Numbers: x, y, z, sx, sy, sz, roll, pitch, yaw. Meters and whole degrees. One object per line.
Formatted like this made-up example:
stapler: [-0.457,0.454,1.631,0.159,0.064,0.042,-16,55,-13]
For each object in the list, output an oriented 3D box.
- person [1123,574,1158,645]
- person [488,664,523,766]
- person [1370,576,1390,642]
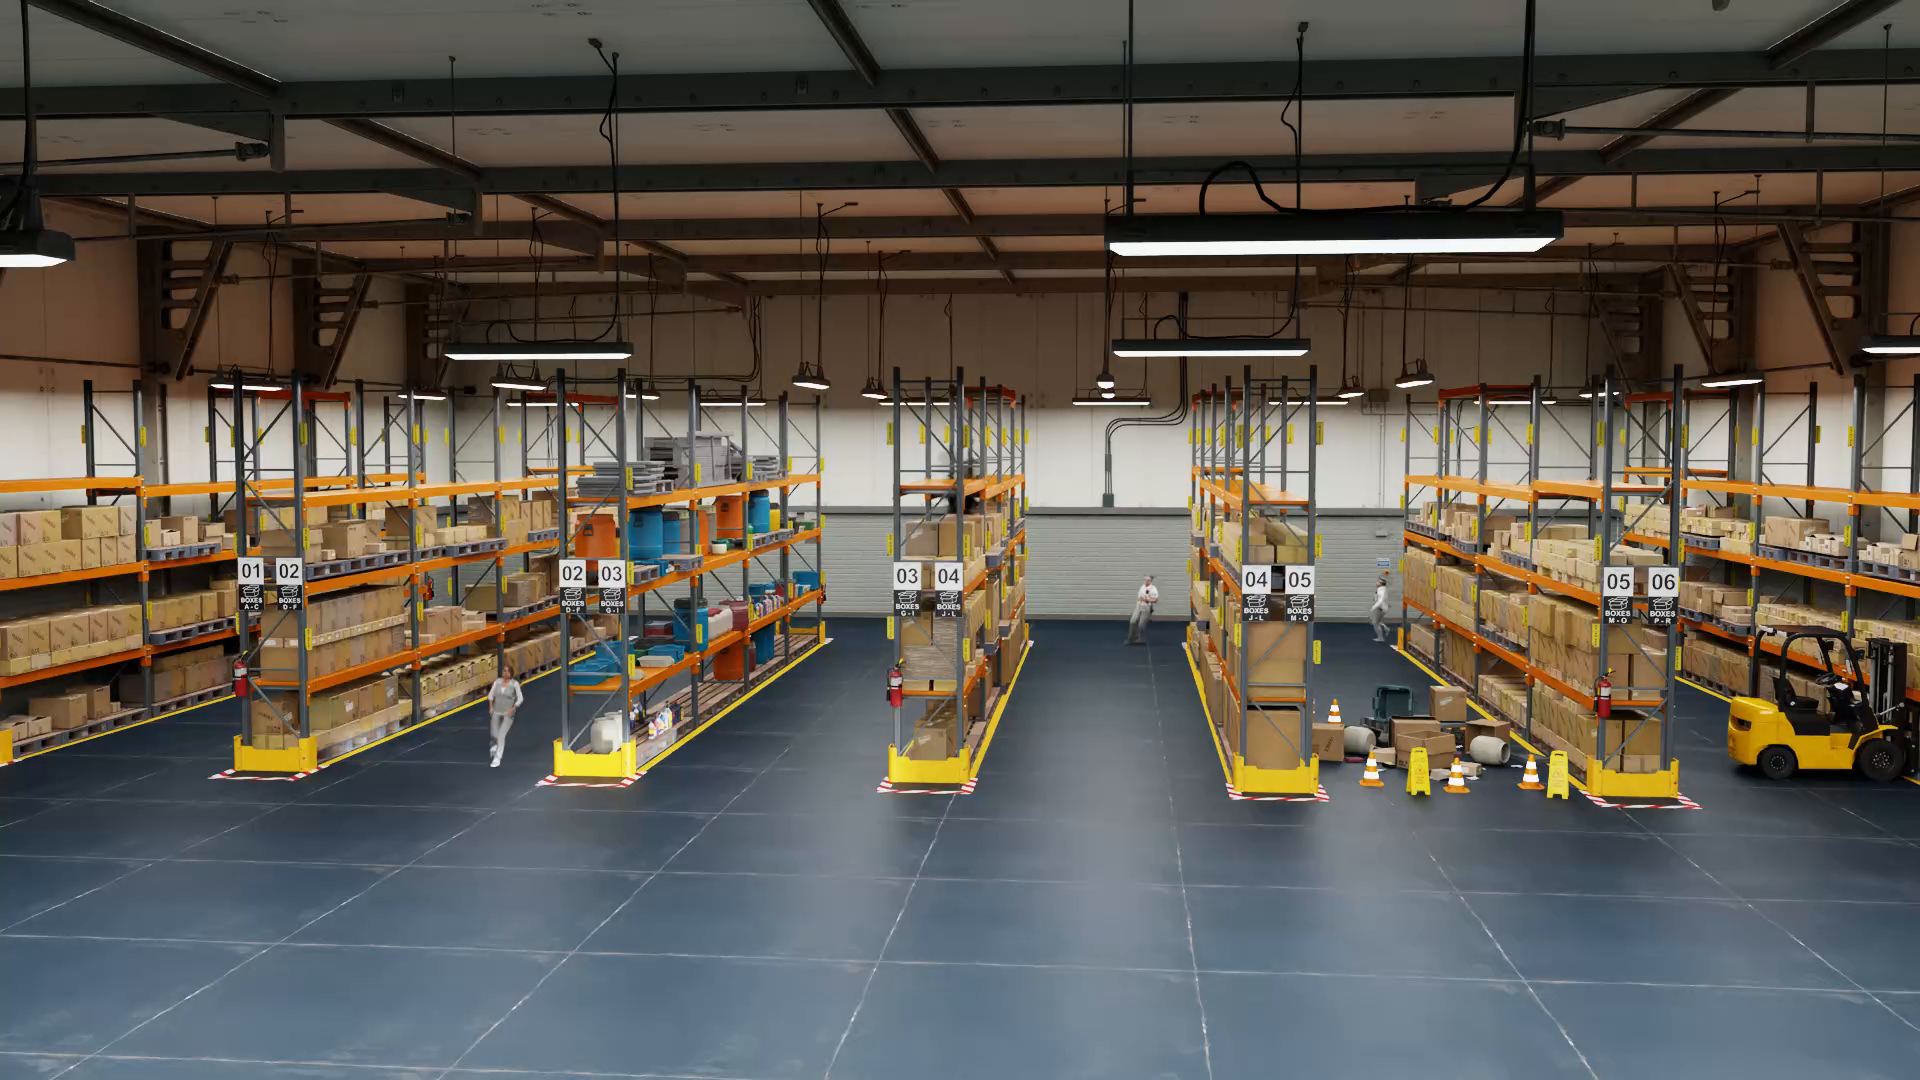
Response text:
person: [4.408,1.683,40.003,0.846,1.756,0.578,3,5,42]
person: [-6.935,2.663,25.358,0.555,1.553,0.534,0,4,-4]
person: [10.222,1.676,40.420,0.507,1.626,0.651,1,4,11]
